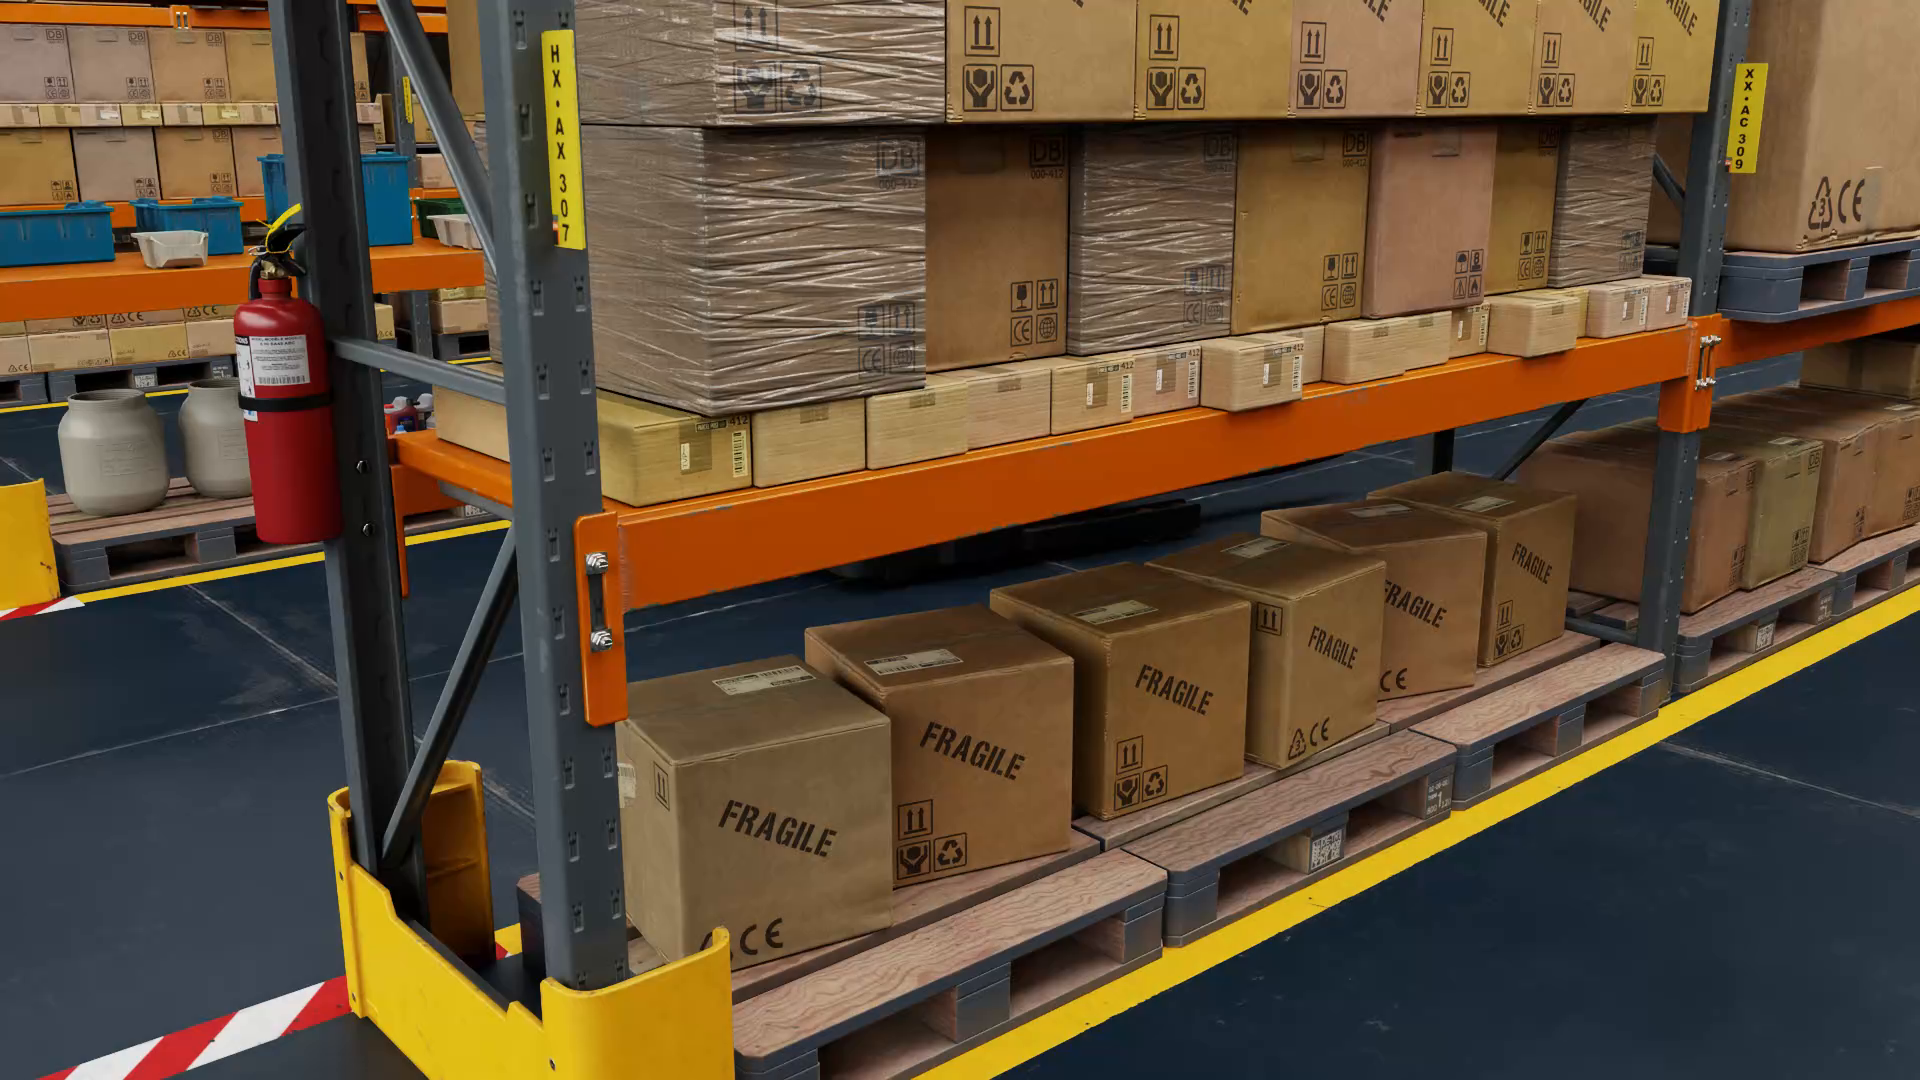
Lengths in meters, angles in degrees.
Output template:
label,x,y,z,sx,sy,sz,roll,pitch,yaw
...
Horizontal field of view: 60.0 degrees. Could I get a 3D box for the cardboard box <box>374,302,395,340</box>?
label,x,y,z,sx,sy,sz,roll,pitch,yaw
cardboard box,-4.658,-1.663,12.678,0.500,0.250,0.500,-13,19,-39

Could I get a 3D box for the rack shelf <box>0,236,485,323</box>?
label,x,y,z,sx,sy,sz,roll,pitch,yaw
rack shelf,-2.712,-1.258,8.042,4.000,0.370,1.077,-13,19,-39

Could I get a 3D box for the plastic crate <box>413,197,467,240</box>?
label,x,y,z,sx,sy,sz,roll,pitch,yaw
plastic crate,-2.413,-1.667,8.590,0.662,0.188,0.450,-13,19,-39

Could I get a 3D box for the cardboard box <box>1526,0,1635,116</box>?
label,x,y,z,sx,sy,sz,roll,pitch,yaw
cardboard box,1.513,-1.441,4.624,0.500,0.500,0.500,-13,19,-39

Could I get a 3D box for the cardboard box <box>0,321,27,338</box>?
label,x,y,z,sx,sy,sz,roll,pitch,yaw
cardboard box,-6.543,-1.601,10.994,0.500,0.500,0.500,-13,19,-39

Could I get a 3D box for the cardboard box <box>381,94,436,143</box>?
label,x,y,z,sx,sy,sz,roll,pitch,yaw
cardboard box,-5.962,-4.515,17.794,0.500,0.500,0.700,-13,19,-39

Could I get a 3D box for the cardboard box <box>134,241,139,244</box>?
label,x,y,z,sx,sy,sz,roll,pitch,yaw
cardboard box,-5.762,-1.959,12.334,0.500,0.500,0.500,-13,19,-39

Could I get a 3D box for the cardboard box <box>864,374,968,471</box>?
label,x,y,z,sx,sy,sz,roll,pitch,yaw
cardboard box,-0.198,-0.261,3.403,0.250,0.149,0.380,-13,19,-39

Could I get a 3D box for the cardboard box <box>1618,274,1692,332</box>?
label,x,y,z,sx,sy,sz,roll,pitch,yaw
cardboard box,2.079,-0.765,5.290,0.250,0.149,0.380,-13,19,-39

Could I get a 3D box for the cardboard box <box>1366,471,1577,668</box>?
label,x,y,z,sx,sy,sz,roll,pitch,yaw
cardboard box,1.720,0.084,5.652,0.500,0.500,0.500,-13,20,-41

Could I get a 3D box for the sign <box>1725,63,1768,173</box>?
label,x,y,z,sx,sy,sz,roll,pitch,yaw
sign,2.410,-1.294,5.106,0.005,0.325,0.100,-13,19,-39

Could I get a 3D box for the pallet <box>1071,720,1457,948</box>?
label,x,y,z,sx,sy,sz,roll,pitch,yaw
pallet,0.644,0.695,4.739,1.213,0.211,1.003,-13,19,-39

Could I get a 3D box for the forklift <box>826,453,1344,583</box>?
label,x,y,z,sx,sy,sz,roll,pitch,yaw
forklift,0.527,-1.504,7.703,3.031,2.935,1.130,-10,18,-32

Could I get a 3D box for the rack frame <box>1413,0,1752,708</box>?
label,x,y,z,sx,sy,sz,roll,pitch,yaw
rack frame,2.048,-0.980,5.608,0.127,3.000,1.000,-13,19,-39

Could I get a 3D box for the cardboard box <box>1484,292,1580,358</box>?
label,x,y,z,sx,sy,sz,roll,pitch,yaw
cardboard box,1.540,-0.630,4.784,0.250,0.149,0.380,-13,19,-39

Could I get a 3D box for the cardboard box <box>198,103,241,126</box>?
label,x,y,z,sx,sy,sz,roll,pitch,yaw
cardboard box,-5.285,-3.012,11.761,0.250,0.149,0.380,-13,20,-40

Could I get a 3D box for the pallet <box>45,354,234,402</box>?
label,x,y,z,sx,sy,sz,roll,pitch,yaw
pallet,-6.000,-1.228,11.939,1.213,0.211,1.003,-13,19,-39

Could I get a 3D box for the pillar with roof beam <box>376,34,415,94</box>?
label,x,y,z,sx,sy,sz,roll,pitch,yaw
pillar with roof beam,-3.412,-6.559,14.870,0.400,9.000,9.100,-13,19,-39

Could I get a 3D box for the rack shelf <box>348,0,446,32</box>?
label,x,y,z,sx,sy,sz,roll,pitch,yaw
rack shelf,-2.943,-4.350,13.805,4.000,0.370,1.077,-13,19,-39

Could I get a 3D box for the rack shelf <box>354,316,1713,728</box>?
label,x,y,z,sx,sy,sz,roll,pitch,yaw
rack shelf,0.539,-0.294,4.433,4.000,0.370,1.077,-13,19,-39

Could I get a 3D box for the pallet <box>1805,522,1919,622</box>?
label,x,y,z,sx,sy,sz,roll,pitch,yaw
pallet,3.555,0.027,7.241,1.213,0.211,1.003,-13,19,-39

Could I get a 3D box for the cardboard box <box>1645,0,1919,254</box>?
label,x,y,z,sx,sy,sz,roll,pitch,yaw
cardboard box,2.739,-1.581,5.878,1.000,1.000,1.000,-12,19,-39

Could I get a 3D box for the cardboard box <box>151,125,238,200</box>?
label,x,y,z,sx,sy,sz,roll,pitch,yaw
cardboard box,-5.557,-2.707,11.877,0.500,0.500,0.700,-12,19,-39

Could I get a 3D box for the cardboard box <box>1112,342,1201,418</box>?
label,x,y,z,sx,sy,sz,roll,pitch,yaw
cardboard box,0.341,-0.396,3.908,0.250,0.149,0.380,-13,19,-39

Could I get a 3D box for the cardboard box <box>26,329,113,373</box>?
label,x,y,z,sx,sy,sz,roll,pitch,yaw
cardboard box,-6.167,-1.324,11.409,0.500,0.250,0.500,-13,19,-39

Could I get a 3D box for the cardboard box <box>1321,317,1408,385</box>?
label,x,y,z,sx,sy,sz,roll,pitch,yaw
cardboard box,0.938,-0.514,4.349,0.250,0.149,0.380,-13,19,-39

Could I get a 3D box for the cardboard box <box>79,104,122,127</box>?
label,x,y,z,sx,sy,sz,roll,pitch,yaw
cardboard box,-5.872,-2.879,11.263,0.250,0.149,0.380,-12,19,-39

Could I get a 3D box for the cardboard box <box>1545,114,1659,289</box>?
label,x,y,z,sx,sy,sz,roll,pitch,yaw
cardboard box,1.668,-1.108,5.317,0.500,0.500,0.875,-13,19,-39

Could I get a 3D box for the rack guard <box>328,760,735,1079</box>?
label,x,y,z,sx,sy,sz,roll,pitch,yaw
rack guard,-0.912,0.892,3.442,0.348,0.500,1.175,-13,19,-39

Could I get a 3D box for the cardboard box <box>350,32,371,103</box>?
label,x,y,z,sx,sy,sz,roll,pitch,yaw
cardboard box,-4.783,-3.508,12.364,0.500,0.500,0.700,-13,19,-39

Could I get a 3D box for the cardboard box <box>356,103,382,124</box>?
label,x,y,z,sx,sy,sz,roll,pitch,yaw
cardboard box,-4.517,-3.184,12.405,0.250,0.149,0.380,-13,20,-39

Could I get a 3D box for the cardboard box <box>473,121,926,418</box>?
label,x,y,z,sx,sy,sz,roll,pitch,yaw
cardboard box,-0.537,-0.583,3.349,0.500,0.500,0.875,-13,19,-39

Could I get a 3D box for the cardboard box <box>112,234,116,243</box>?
label,x,y,z,sx,sy,sz,roll,pitch,yaw
cardboard box,-8.463,-2.695,16.017,0.500,0.500,0.500,14,21,43

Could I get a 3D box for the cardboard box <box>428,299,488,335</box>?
label,x,y,z,sx,sy,sz,roll,pitch,yaw
cardboard box,-3.985,-1.804,13.206,0.500,0.250,0.500,-13,20,-41

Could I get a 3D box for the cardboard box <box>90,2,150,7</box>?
label,x,y,z,sx,sy,sz,roll,pitch,yaw
cardboard box,-7.927,-5.246,15.534,0.500,0.500,0.500,-12,19,-38

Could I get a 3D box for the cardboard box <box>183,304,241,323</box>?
label,x,y,z,sx,sy,sz,roll,pitch,yaw
cardboard box,-5.418,-1.857,11.953,0.500,0.500,0.500,-13,19,-39

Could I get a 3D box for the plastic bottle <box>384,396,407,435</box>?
label,x,y,z,sx,sy,sz,roll,pitch,yaw
plastic bottle,-2.915,-0.598,8.600,0.135,0.276,0.152,-12,19,-39

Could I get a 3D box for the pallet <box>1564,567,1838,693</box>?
label,x,y,z,sx,sy,sz,roll,pitch,yaw
pallet,2.634,0.235,6.463,1.213,0.211,1.003,-13,19,-39

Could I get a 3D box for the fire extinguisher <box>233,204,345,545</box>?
label,x,y,z,sx,sy,sz,roll,pitch,yaw
fire extinguisher,-1.358,-0.336,3.345,0.183,0.674,0.296,-13,19,-39

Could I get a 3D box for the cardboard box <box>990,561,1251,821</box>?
label,x,y,z,sx,sy,sz,roll,pitch,yaw
cardboard box,0.426,0.389,4.511,0.500,0.500,0.500,-10,18,-34

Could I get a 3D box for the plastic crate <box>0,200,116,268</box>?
label,x,y,z,sx,sy,sz,roll,pitch,yaw
plastic crate,-4.040,-1.338,7.236,0.616,0.251,0.499,-13,19,-39

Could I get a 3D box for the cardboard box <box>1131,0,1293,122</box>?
label,x,y,z,sx,sy,sz,roll,pitch,yaw
cardboard box,0.382,-1.186,3.671,0.500,0.500,0.500,-13,19,-39

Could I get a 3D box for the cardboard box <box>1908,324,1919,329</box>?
label,x,y,z,sx,sy,sz,roll,pitch,yaw
cardboard box,4.580,-0.906,7.867,0.500,0.250,0.500,-12,19,-37

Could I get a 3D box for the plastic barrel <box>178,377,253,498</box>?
label,x,y,z,sx,sy,sz,roll,pitch,yaw
plastic barrel,-3.396,-0.479,7.739,0.421,0.512,0.421,0,15,0

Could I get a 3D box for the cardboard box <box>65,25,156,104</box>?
label,x,y,z,sx,sy,sz,roll,pitch,yaw
cardboard box,-5.918,-3.253,11.409,0.500,0.500,0.700,-13,19,-39

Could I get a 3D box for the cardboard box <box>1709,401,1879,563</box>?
label,x,y,z,sx,sy,sz,roll,pitch,yaw
cardboard box,3.319,-0.257,6.892,0.700,0.500,0.500,14,20,42

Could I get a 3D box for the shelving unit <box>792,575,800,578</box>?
label,x,y,z,sx,sy,sz,roll,pitch,yaw
shelving unit,-1.115,-0.554,6.918,0.755,1.500,0.431,-10,18,-32

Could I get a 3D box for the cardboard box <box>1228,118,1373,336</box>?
label,x,y,z,sx,sy,sz,roll,pitch,yaw
cardboard box,0.552,-0.849,4.348,0.500,0.500,0.875,-13,19,-39
